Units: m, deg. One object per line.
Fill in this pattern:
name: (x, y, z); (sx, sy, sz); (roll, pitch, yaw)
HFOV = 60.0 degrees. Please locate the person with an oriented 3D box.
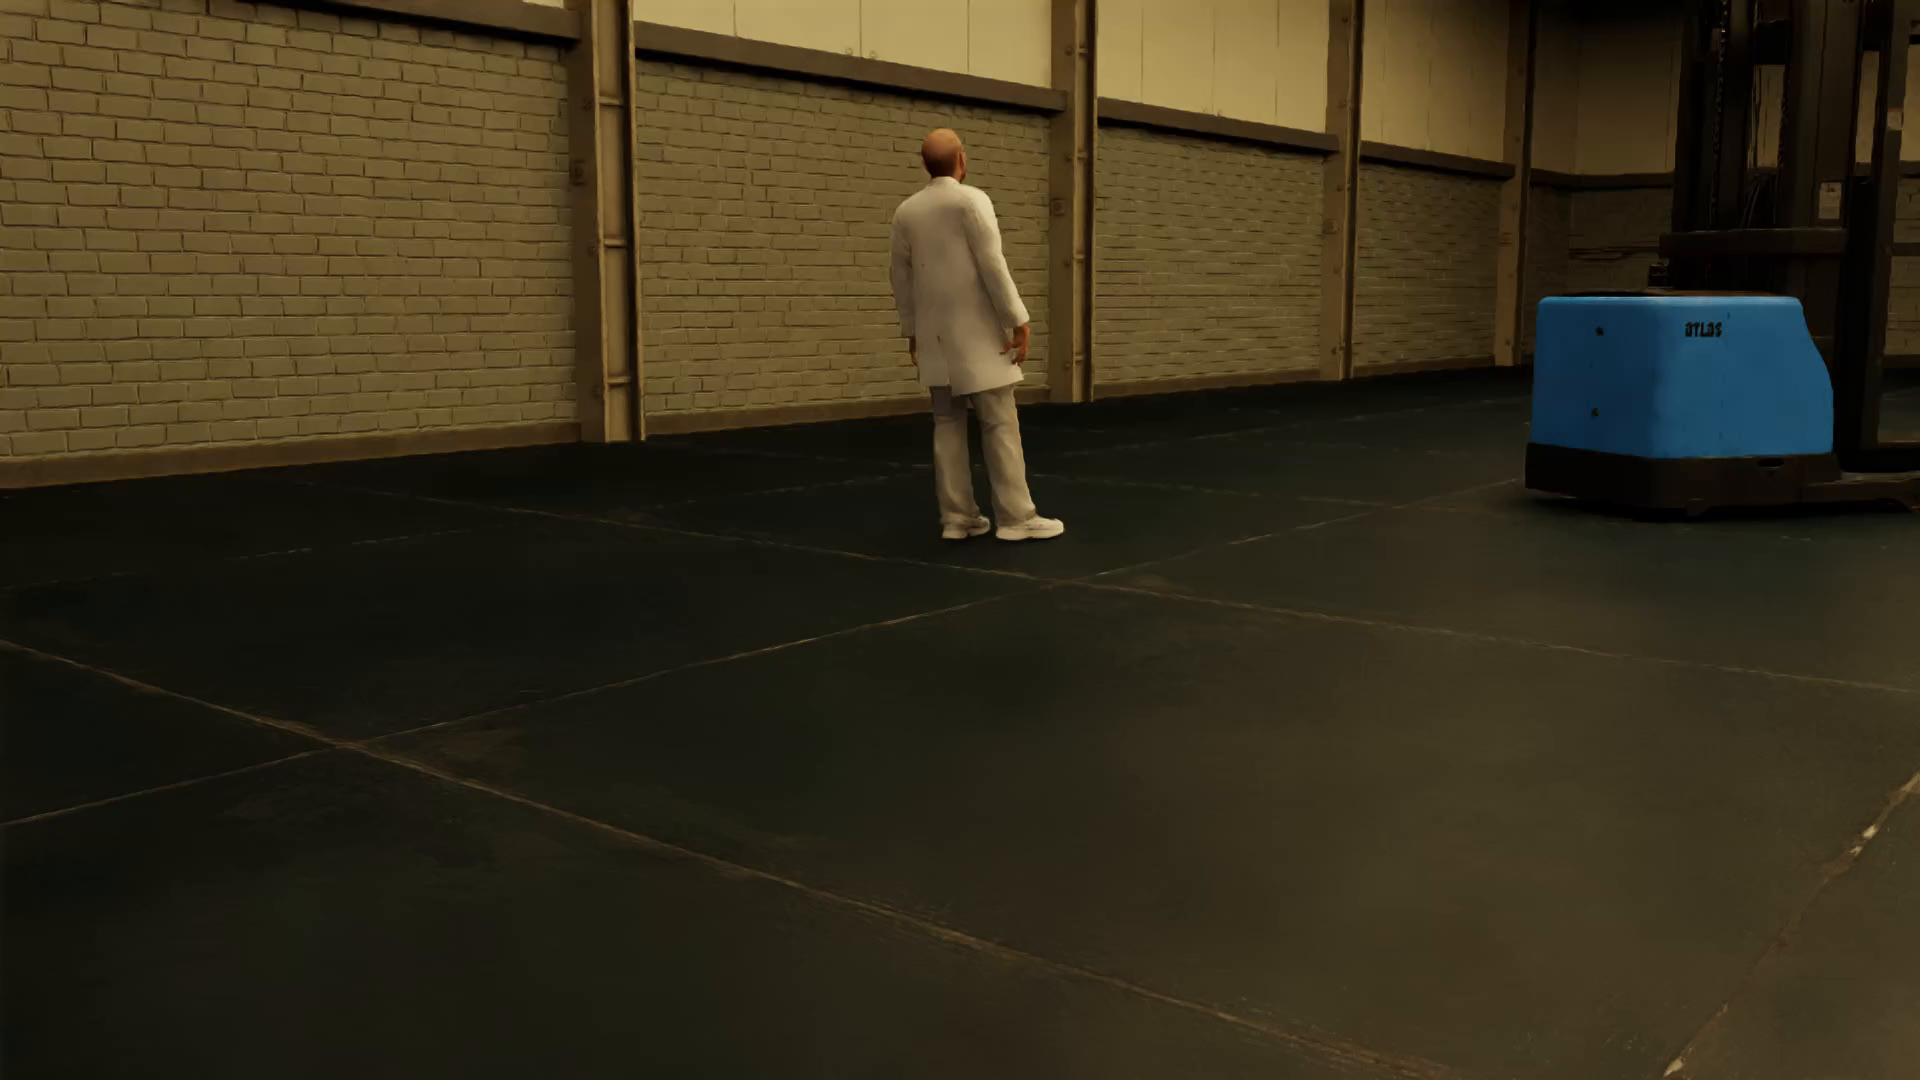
person: (0.061, -0.896, 7.342); (0.694, 1.776, 0.579); (7, 11, 38)

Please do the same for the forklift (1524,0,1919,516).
forklift: (4.573, -1.666, 8.665); (3.031, 2.935, 1.130); (-3, 9, -18)
